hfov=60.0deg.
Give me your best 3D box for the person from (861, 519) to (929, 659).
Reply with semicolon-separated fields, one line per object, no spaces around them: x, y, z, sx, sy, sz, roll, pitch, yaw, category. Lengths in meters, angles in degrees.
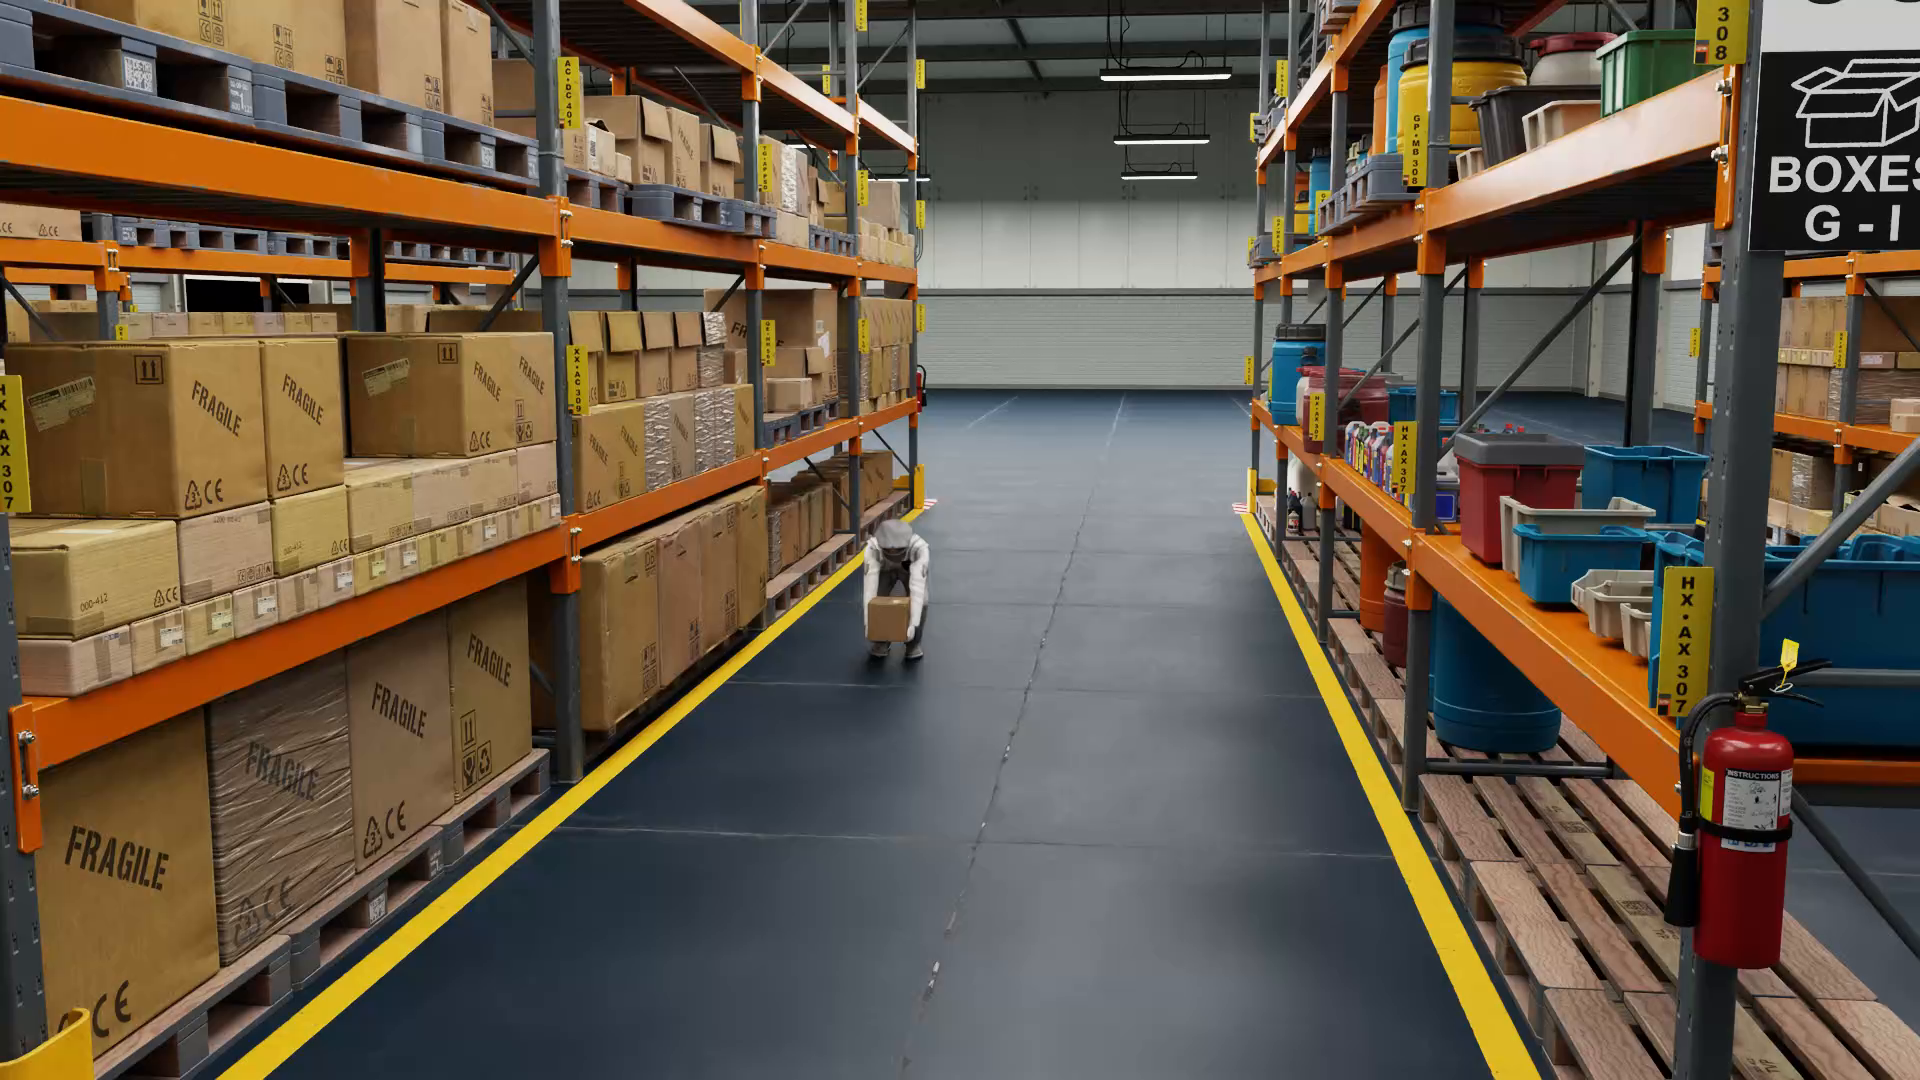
-0.428;0.313;11.064;0.457;0.980;0.890;1;8;4;person
